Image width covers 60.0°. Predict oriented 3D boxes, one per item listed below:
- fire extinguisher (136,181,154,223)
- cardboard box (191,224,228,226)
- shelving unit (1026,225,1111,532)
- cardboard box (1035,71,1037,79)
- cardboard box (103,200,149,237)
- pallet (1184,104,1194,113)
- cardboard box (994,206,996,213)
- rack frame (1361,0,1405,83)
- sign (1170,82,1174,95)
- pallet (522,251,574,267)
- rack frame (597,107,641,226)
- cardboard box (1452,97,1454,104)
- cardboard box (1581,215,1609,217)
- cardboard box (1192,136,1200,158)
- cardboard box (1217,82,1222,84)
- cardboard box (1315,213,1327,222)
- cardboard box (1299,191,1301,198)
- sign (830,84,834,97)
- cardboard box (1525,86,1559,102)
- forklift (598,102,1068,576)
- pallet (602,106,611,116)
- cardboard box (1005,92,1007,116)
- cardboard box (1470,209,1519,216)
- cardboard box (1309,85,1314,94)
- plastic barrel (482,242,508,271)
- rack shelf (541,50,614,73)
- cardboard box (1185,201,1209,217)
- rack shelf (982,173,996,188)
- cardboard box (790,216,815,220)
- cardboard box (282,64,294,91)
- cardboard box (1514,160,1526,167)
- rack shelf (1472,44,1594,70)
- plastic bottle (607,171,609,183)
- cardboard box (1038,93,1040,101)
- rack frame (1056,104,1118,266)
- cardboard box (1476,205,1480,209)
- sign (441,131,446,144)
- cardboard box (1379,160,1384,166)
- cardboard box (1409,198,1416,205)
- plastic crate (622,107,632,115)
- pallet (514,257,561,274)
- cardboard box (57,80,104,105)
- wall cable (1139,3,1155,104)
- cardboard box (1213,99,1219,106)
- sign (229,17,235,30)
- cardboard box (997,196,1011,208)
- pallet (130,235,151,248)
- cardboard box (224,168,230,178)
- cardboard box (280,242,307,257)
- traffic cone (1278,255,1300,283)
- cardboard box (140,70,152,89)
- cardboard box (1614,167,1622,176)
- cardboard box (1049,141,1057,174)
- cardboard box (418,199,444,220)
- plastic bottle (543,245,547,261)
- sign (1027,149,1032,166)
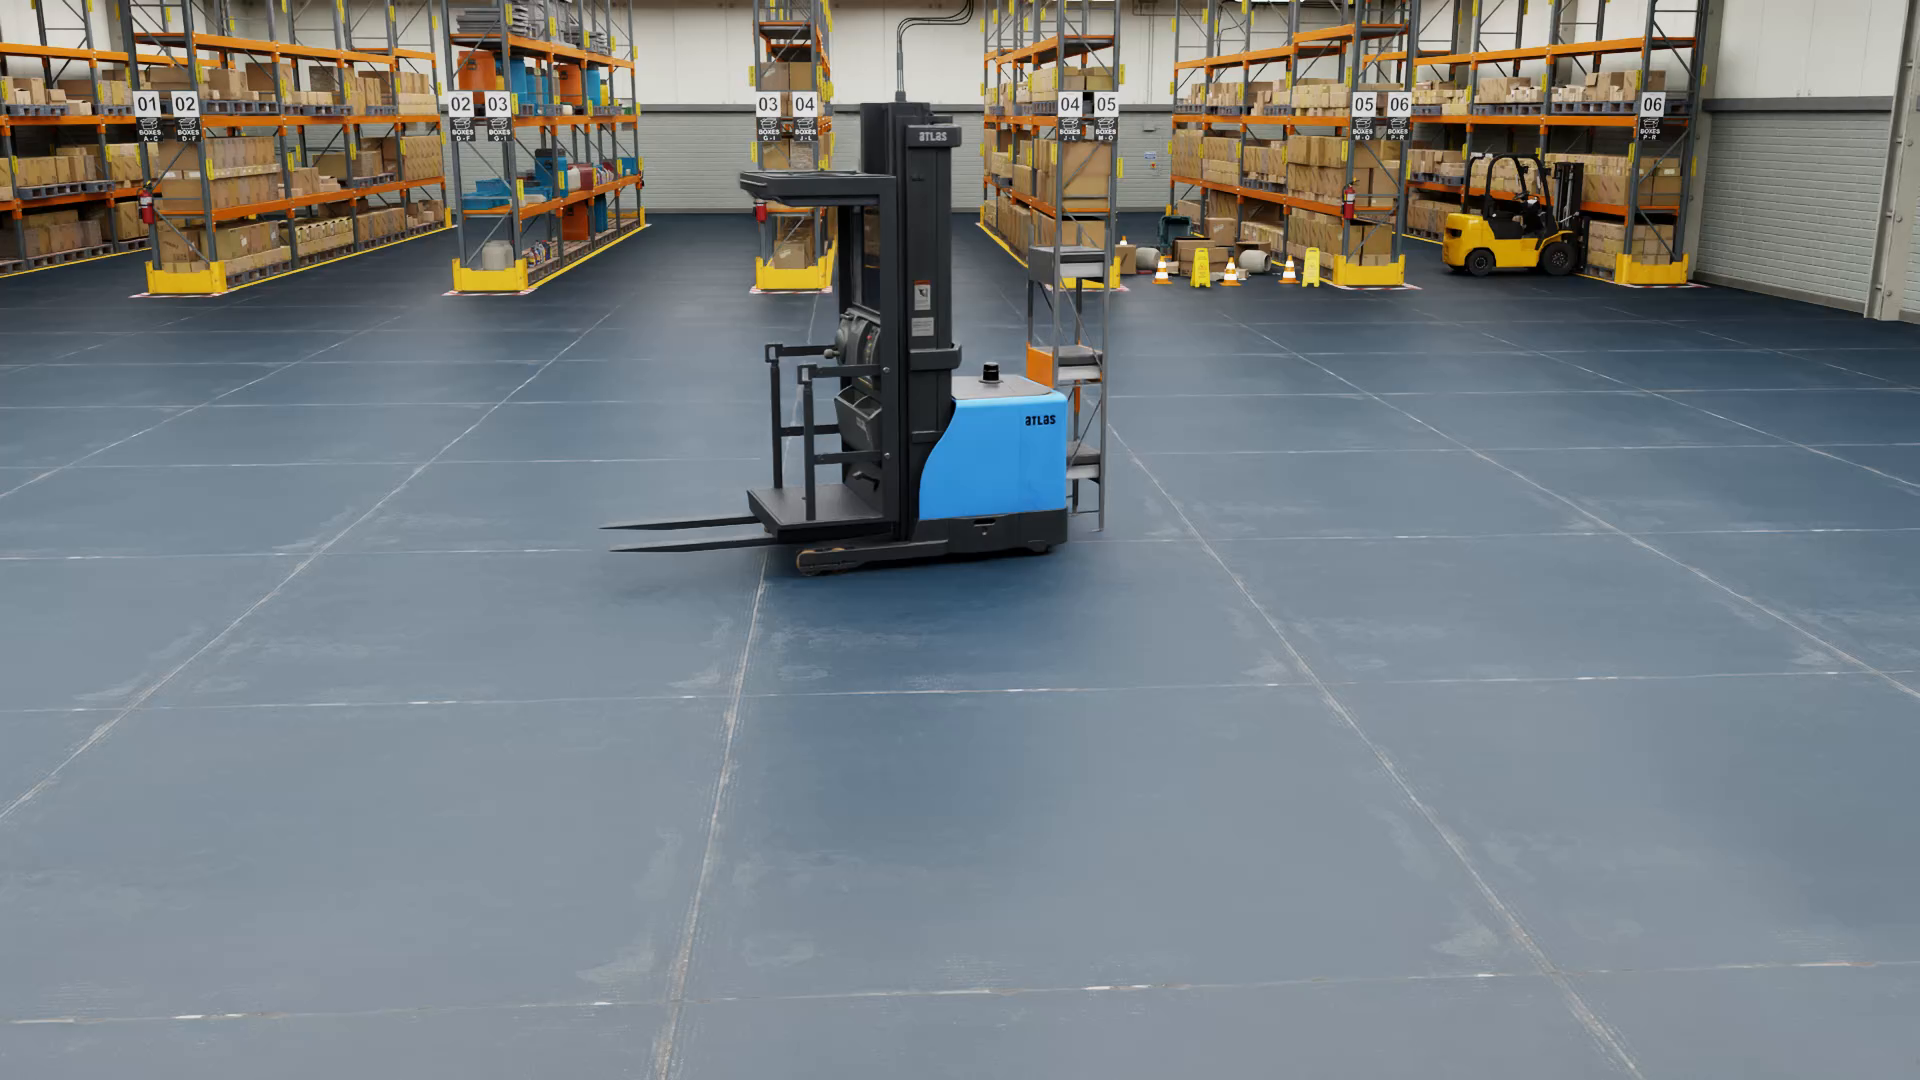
[{"bbox_3d":[-13.187,-5.476,26.945,0.296,0.674,0.183,-1,14,-3],"label":"fire extinguisher"},{"bbox_3d":[-13.167,-5.287,29.224,0.500,0.500,0.500,-1,14,-3],"label":"cardboard box"},{"bbox_3d":[0.747,-1.121,11.671,0.431,2.100,0.503,-5,15,-18],"label":"shelving unit"},{"bbox_3d":[1.582,-8.495,30.365,0.380,0.149,0.250,-1,14,-4],"label":"cardboard box"},{"bbox_3d":[-18.133,-7.027,36.291,0.750,0.750,0.750,-1,14,-4],"label":"cardboard box"},{"bbox_3d":[6.192,-10.756,41.467,1.003,0.211,1.213,-1,14,-3],"label":"pallet"},{"bbox_3d":[1.033,-7.996,40.269,0.380,0.149,0.250,-1,14,-3],"label":"cardboard box"},{"bbox_3d":[11.011,-12.817,43.283,1.000,3.000,0.127,-1,14,-3],"label":"rack frame"},{"bbox_3d":[5.502,-11.742,43.209,0.100,0.325,0.005,-1,14,-3],"label":"sign"},{"bbox_3d":[-8.122,-5.465,32.342,1.003,0.211,1.213,-1,14,-3],"label":"pallet"},{"bbox_3d":[-8.778,-9.605,42.837,1.000,3.000,0.127,-1,14,-3],"label":"rack frame"},{"bbox_3d":[11.232,-9.834,37.210,0.380,0.149,0.250,-1,14,-3],"label":"cardboard box"},{"bbox_3d":[12.024,-6.038,31.644,0.500,0.250,0.500,-1,14,-4],"label":"cardboard box"},{"bbox_3d":[5.976,-9.612,40.656,0.500,0.500,0.500,-1,14,-4],"label":"cardboard box"},{"bbox_3d":[6.478,-10.742,39.992,0.500,0.500,0.500,-1,14,-2],"label":"cardboard box"},{"bbox_3d":[6.621,-5.818,29.987,0.380,0.149,0.250,0,14,-1],"label":"cardboard box"},{"bbox_3d":[6.614,-6.517,31.341,0.380,0.149,0.250,-1,14,-4],"label":"cardboard box"},{"bbox_3d":[-3.292,-11.529,42.679,0.100,0.325,0.005,-1,14,-3],"label":"sign"},{"bbox_3d":[11.466,-8.765,32.688,0.500,0.311,0.500,-1,14,-5],"label":"cardboard box"},{"bbox_3d":[-0.851,-1.335,10.835,3.031,2.935,1.130,-5,15,-18],"label":"forklift"},{"bbox_3d":[-8.311,-9.496,36.772,1.003,0.211,1.213,-1,14,-3],"label":"pallet"},{"bbox_3d":[1.258,-9.631,36.718,0.500,0.500,0.500,-1,14,-3],"label":"cardboard box"},{"bbox_3d":[11.531,-6.820,35.937,0.875,0.625,0.625,0,14,-2],"label":"cardboard box"},{"bbox_3d":[6.602,-8.227,30.366,0.380,0.149,0.250,-1,14,-5],"label":"cardboard box"},{"bbox_3d":[-7.904,-4.787,28.261,0.421,0.512,0.421,0,14,0],"label":"plastic barrel"},{"bbox_3d":[-8.406,-10.476,36.429,1.077,0.370,4.000,-1,14,-3],"label":"rack shelf"},{"bbox_3d":[6.262,-8.407,42.480,0.875,0.438,0.875,0,14,-2],"label":"cardboard box"},{"bbox_3d":[1.246,-8.887,41.490,1.077,0.370,4.000,-1,14,-3],"label":"rack shelf"},{"bbox_3d":[-3.224,-6.759,34.407,0.500,0.250,0.500,1,14,3],"label":"cardboard box"},{"bbox_3d":[-13.036,-8.787,31.591,0.500,0.500,0.500,1,14,2],"label":"cardboard box"},{"bbox_3d":[11.366,-7.561,33.389,0.380,0.149,0.250,-1,14,-5],"label":"cardboard box"},{"bbox_3d":[11.630,-9.788,33.756,1.077,0.370,4.000,-1,14,-3],"label":"rack shelf"},{"bbox_3d":[-8.160,-8.366,38.271,0.152,0.276,0.135,-1,14,-3],"label":"plastic bottle"},{"bbox_3d":[1.614,-7.982,29.972,0.380,0.149,0.250,-1,14,-4],"label":"cardboard box"},{"bbox_3d":[2.114,-5.754,27.868,1.000,3.000,0.127,-1,14,-3],"label":"rack frame"},{"bbox_3d":[11.795,-7.430,37.257,0.380,0.149,0.250,0,14,-2],"label":"cardboard box"},{"bbox_3d":[-13.167,-10.247,42.374,0.100,0.325,0.005,-1,14,-3],"label":"sign"},{"bbox_3d":[10.889,-9.488,42.087,0.500,0.250,0.500,-1,14,-5],"label":"cardboard box"},{"bbox_3d":[11.015,-8.131,39.979,0.380,0.149,0.250,0,14,-1],"label":"cardboard box"},{"bbox_3d":[-8.432,-10.714,41.553,0.450,0.188,0.336,-1,14,-3],"label":"plastic crate"},{"bbox_3d":[-8.034,-5.102,30.933,1.003,0.211,1.213,-1,14,-3],"label":"pallet"},{"bbox_3d":[-18.257,-9.294,34.525,0.700,0.500,0.500,-2,15,-8],"label":"cardboard box"},{"bbox_3d":[5.423,-14.150,48.462,0.463,3.000,0.029,-1,14,-3],"label":"wall cable"},{"bbox_3d":[6.034,-10.062,38.221,0.380,0.166,0.250,-2,15,-7],"label":"cardboard box"},{"bbox_3d":[-18.123,-12.853,41.387,0.100,0.325,0.005,-1,14,-3],"label":"sign"},{"bbox_3d":[1.152,-7.906,38.903,0.500,0.250,0.500,-2,15,-6],"label":"cardboard box"},{"bbox_3d":[-18.216,-6.612,36.800,1.003,0.211,1.213,-1,14,-3],"label":"pallet"},{"bbox_3d":[-12.586,-6.204,28.117,0.380,0.149,0.250,-1,14,-4],"label":"cardboard box"},{"bbox_3d":[-12.756,-5.521,31.639,0.500,0.250,0.500,-1,14,-5],"label":"cardboard box"},{"bbox_3d":[5.734,-4.714,28.917,0.336,0.463,0.334,-1,14,-3],"label":"traffic cone"},{"bbox_3d":[-18.694,-10.622,38.524,0.500,0.500,0.500,-1,14,-4],"label":"cardboard box"},{"bbox_3d":[11.655,-6.440,29.035,0.380,0.149,0.250,-1,14,-3],"label":"cardboard box"},{"bbox_3d":[2.003,-6.577,28.602,0.875,0.550,0.550,-1,14,-3],"label":"cardboard box"},{"bbox_3d":[-13.442,-8.400,42.289,0.500,0.500,0.500,-1,14,-3],"label":"cardboard box"},{"bbox_3d":[-7.643,-5.275,30.576,0.061,0.283,0.133,0,14,0],"label":"plastic bottle"},{"bbox_3d":[1.325,-7.260,31.558,0.100,0.325,0.005,-1,14,-3],"label":"sign"}]
